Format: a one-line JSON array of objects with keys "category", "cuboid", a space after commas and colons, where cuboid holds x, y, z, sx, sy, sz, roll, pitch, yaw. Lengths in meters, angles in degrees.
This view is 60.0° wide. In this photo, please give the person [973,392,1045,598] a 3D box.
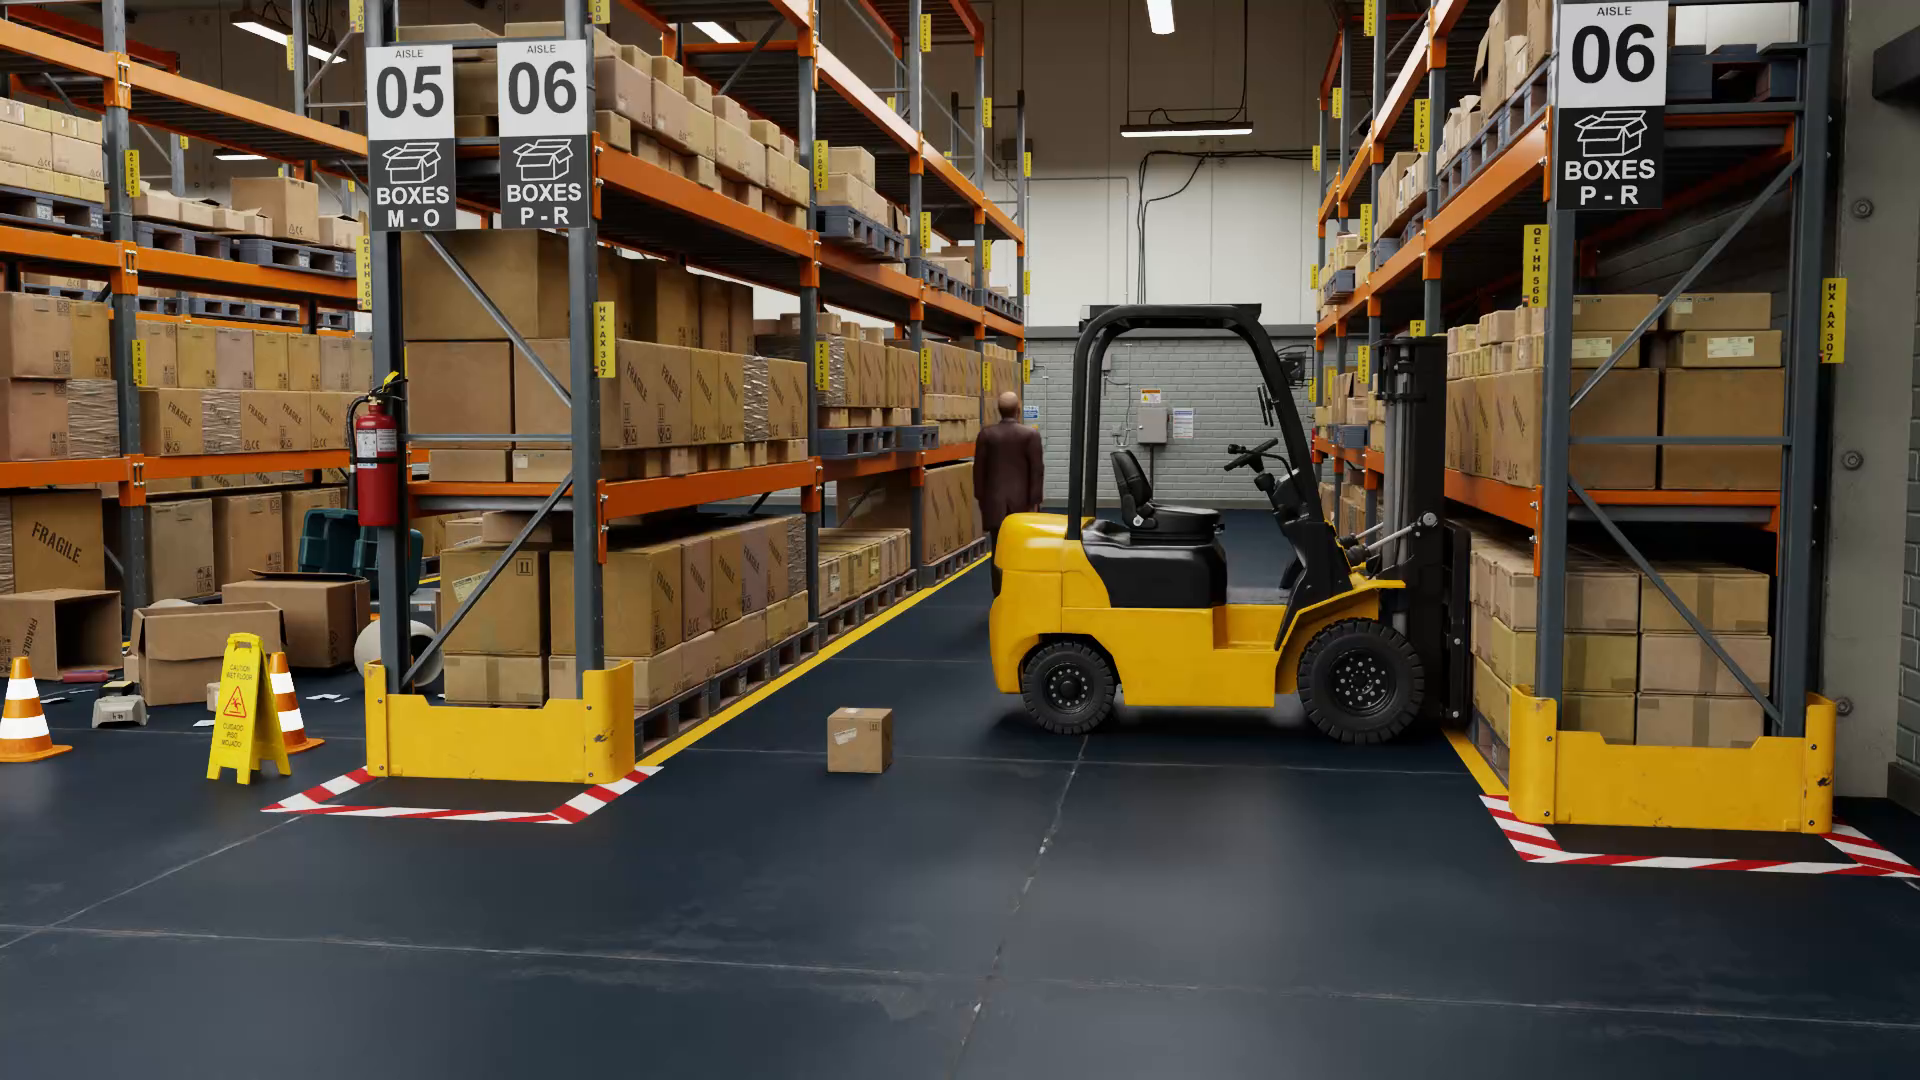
[{"category": "person", "cuboid": [0.399, -0.280, 13.383, 0.582, 1.821, 0.792, 0, 4, 6]}]
